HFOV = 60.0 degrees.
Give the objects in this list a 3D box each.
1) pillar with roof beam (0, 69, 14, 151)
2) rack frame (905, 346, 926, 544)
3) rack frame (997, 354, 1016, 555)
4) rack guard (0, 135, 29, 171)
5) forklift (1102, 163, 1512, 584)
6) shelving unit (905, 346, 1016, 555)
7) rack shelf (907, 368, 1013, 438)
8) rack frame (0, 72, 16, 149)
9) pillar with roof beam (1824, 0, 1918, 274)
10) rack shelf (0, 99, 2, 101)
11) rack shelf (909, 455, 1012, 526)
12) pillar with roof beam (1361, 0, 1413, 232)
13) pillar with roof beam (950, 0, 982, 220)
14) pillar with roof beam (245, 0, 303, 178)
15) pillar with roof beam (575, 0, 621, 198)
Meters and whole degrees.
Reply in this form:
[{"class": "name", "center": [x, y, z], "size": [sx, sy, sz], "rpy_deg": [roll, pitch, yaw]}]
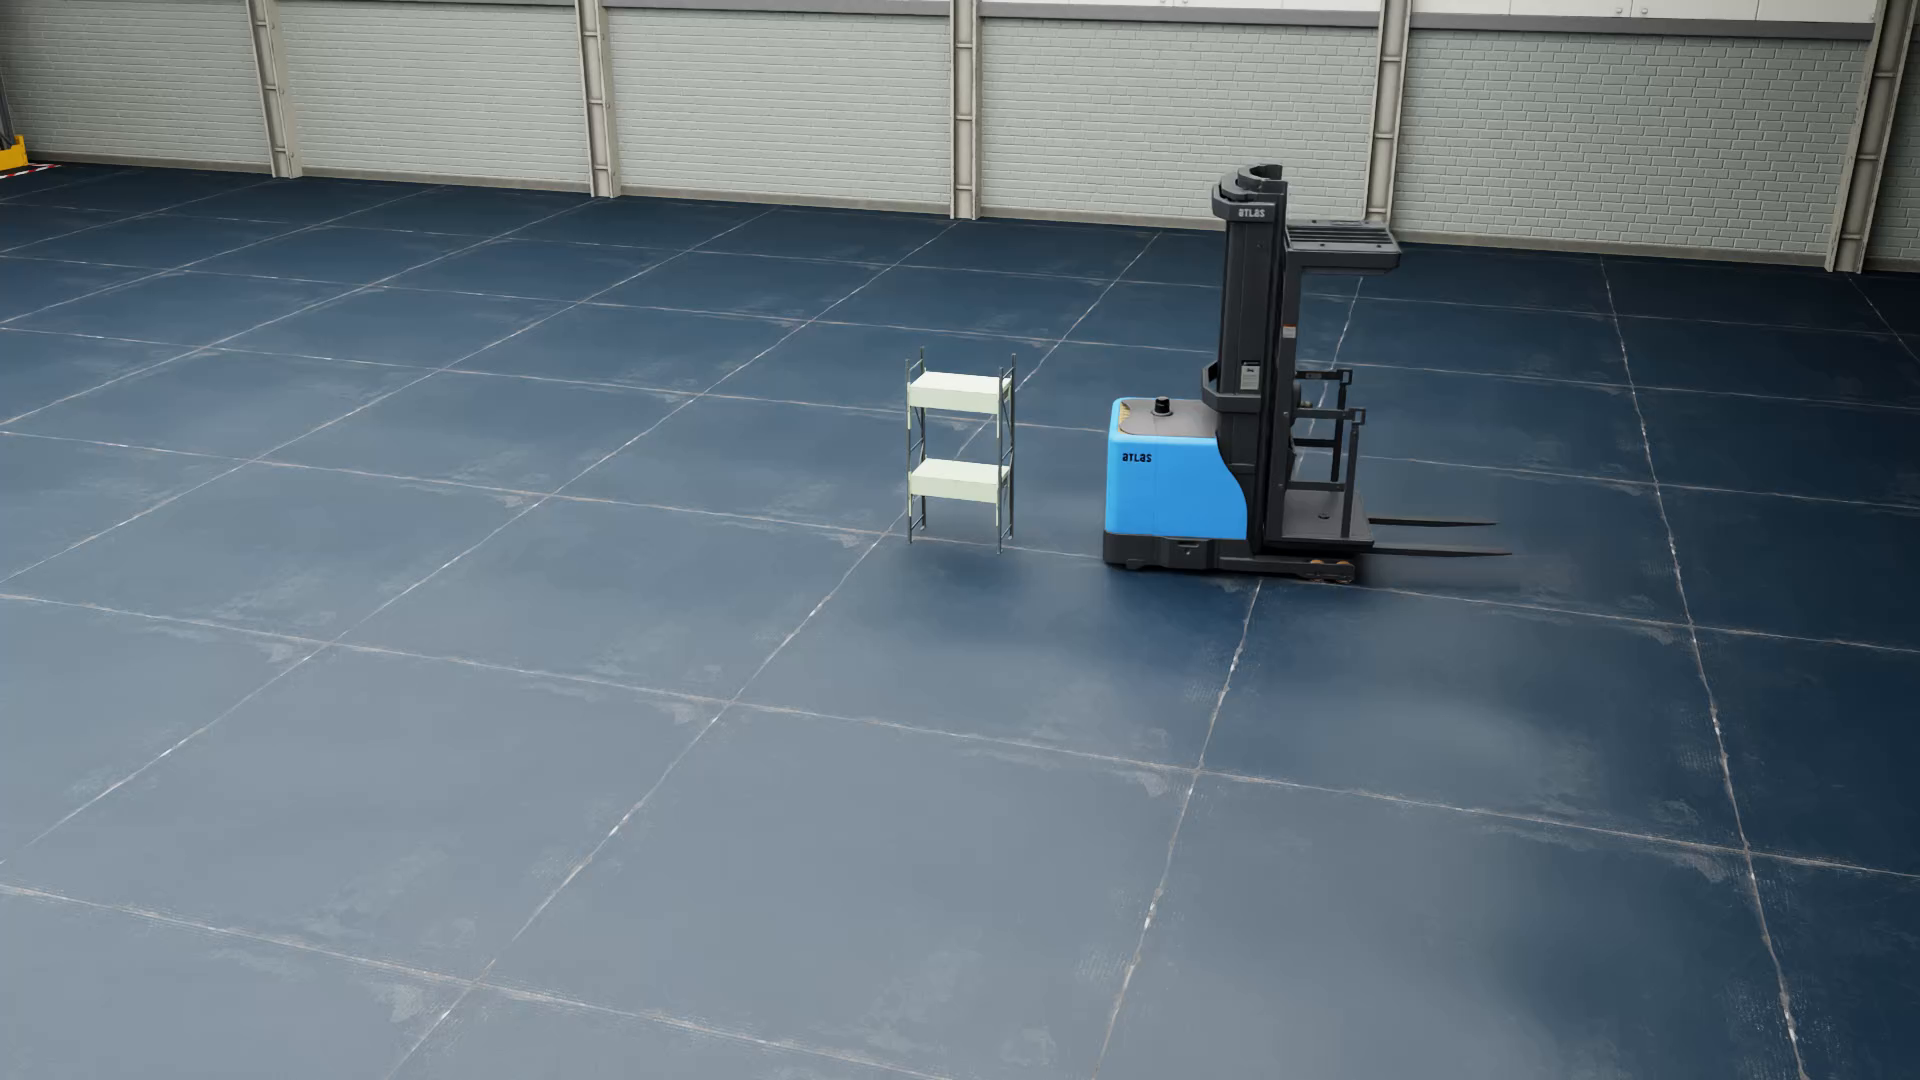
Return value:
[{"class": "pillar with roof beam", "center": [-18.390, -9.429, 24.305], "size": [0.400, 9.000, 9.100], "rpy_deg": [7, 23, 16]}, {"class": "rack frame", "center": [-0.344, -0.733, 12.986], "size": [0.023, 1.500, 0.400], "rpy_deg": [7, 23, 16]}, {"class": "rack frame", "center": [0.357, -0.653, 12.791], "size": [0.023, 1.500, 0.400], "rpy_deg": [7, 23, 16]}, {"class": "rack guard", "center": [-16.717, -6.655, 28.741], "size": [0.348, 0.500, 1.175], "rpy_deg": [7, 23, 16]}, {"class": "forklift", "center": [2.639, -1.245, 12.347], "size": [3.031, 2.935, 1.130], "rpy_deg": [3, 22, 6]}, {"class": "shelving unit", "center": [0.006, -0.693, 12.889], "size": [0.755, 1.500, 0.431], "rpy_deg": [7, 23, 16]}, {"class": "rack shelf", "center": [0.006, -1.054, 12.741], "size": [0.720, 0.370, 0.431], "rpy_deg": [7, 23, 16]}, {"class": "rack frame", "center": [-16.740, -7.814, 28.273], "size": [0.127, 3.000, 1.000], "rpy_deg": [7, 23, 16]}, {"class": "pillar with roof beam", "center": [10.331, -6.141, 16.288], "size": [0.400, 9.000, 9.100], "rpy_deg": [7, 23, 16]}, {"class": "rack shelf", "center": [-18.655, -7.701, 28.944], "size": [4.000, 0.370, 1.077], "rpy_deg": [7, 23, 16]}, {"class": "rack shelf", "center": [0.006, -0.392, 13.012], "size": [0.720, 0.370, 0.431], "rpy_deg": [7, 23, 16]}, {"class": "pillar with roof beam", "center": [4.587, -6.799, 17.892], "size": [0.400, 9.000, 9.100], "rpy_deg": [7, 23, 16]}, {"class": "pillar with roof beam", "center": [-1.157, -7.456, 19.495], "size": [0.400, 9.000, 9.100], "rpy_deg": [7, 23, 16]}, {"class": "pillar with roof beam", "center": [-12.646, -8.772, 22.702], "size": [0.400, 9.000, 9.100], "rpy_deg": [7, 23, 16]}, {"class": "pillar with roof beam", "center": [-6.902, -8.114, 21.098], "size": [0.400, 9.000, 9.100], "rpy_deg": [7, 23, 16]}]
